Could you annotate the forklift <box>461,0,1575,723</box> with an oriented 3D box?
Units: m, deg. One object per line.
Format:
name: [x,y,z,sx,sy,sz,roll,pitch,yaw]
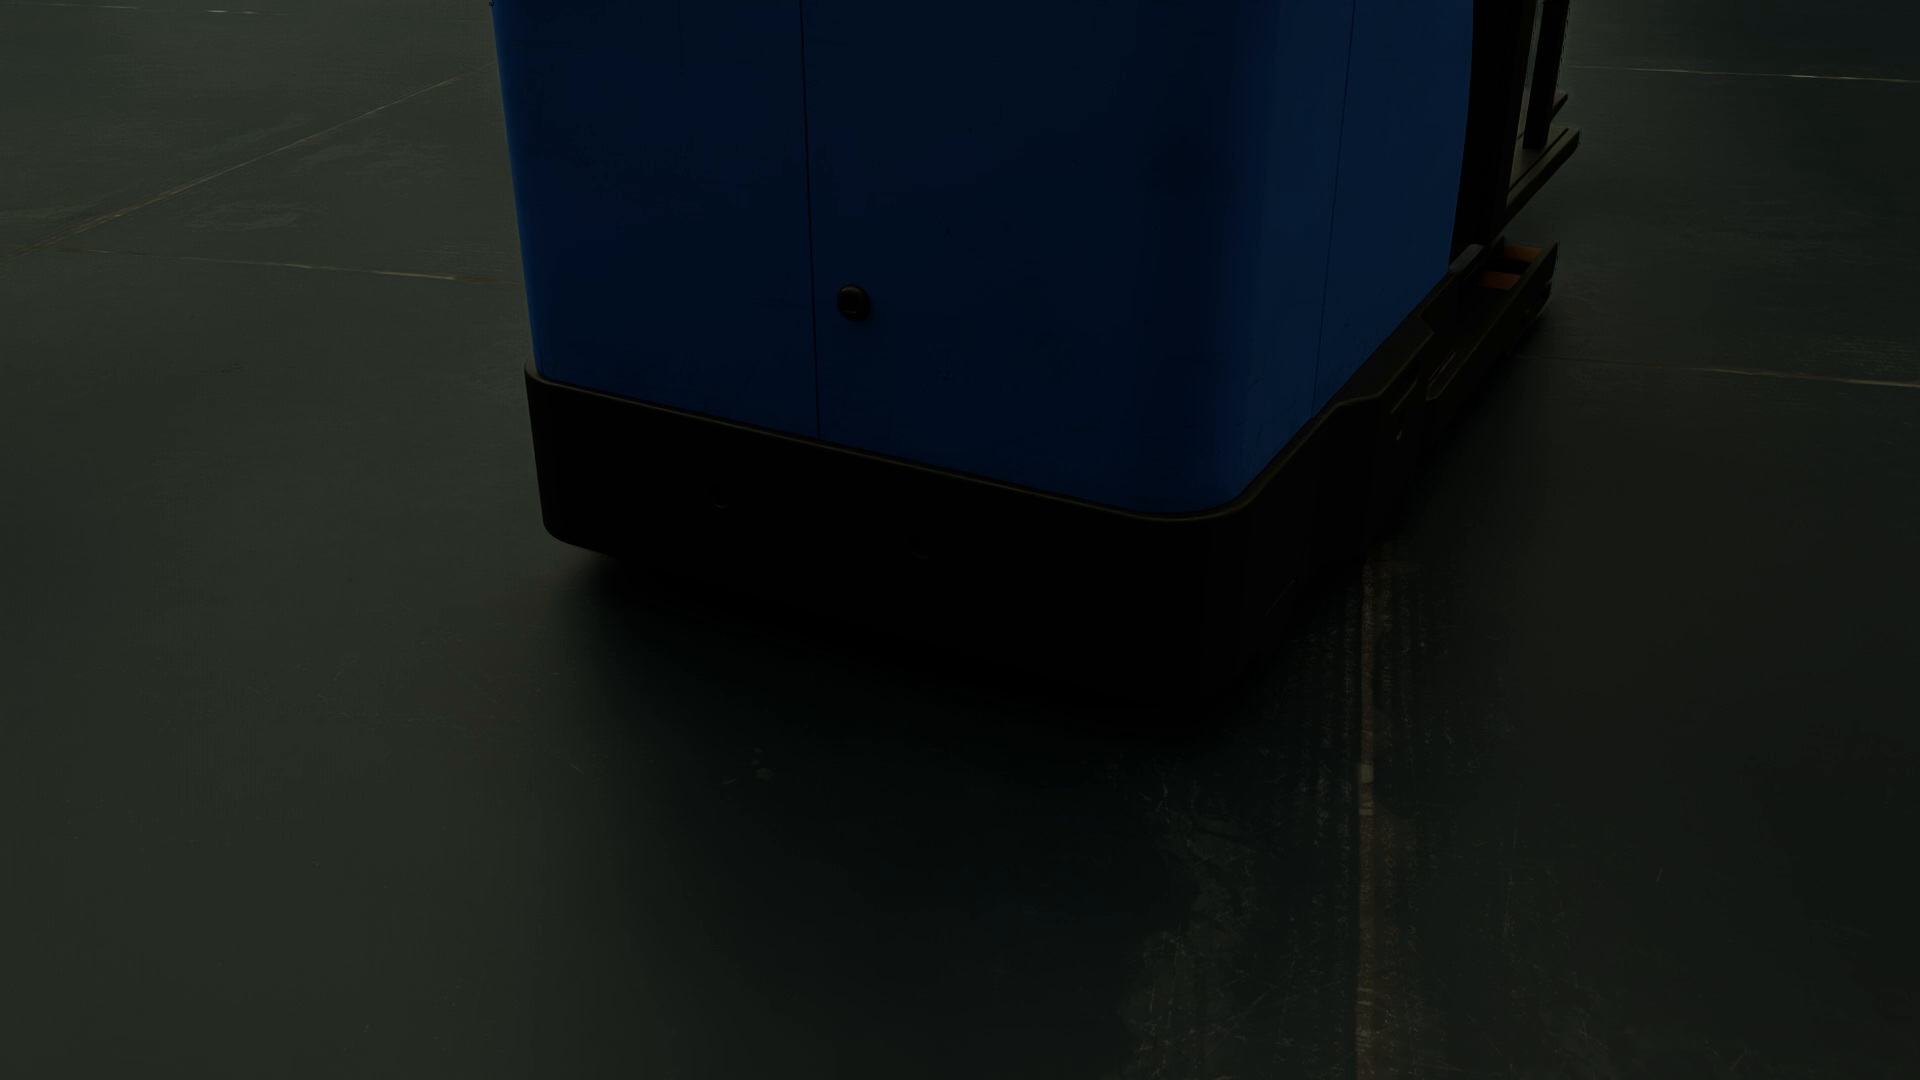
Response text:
forklift: [0.523,-1.727,2.669,1.130,2.935,3.031,14,30,25]
